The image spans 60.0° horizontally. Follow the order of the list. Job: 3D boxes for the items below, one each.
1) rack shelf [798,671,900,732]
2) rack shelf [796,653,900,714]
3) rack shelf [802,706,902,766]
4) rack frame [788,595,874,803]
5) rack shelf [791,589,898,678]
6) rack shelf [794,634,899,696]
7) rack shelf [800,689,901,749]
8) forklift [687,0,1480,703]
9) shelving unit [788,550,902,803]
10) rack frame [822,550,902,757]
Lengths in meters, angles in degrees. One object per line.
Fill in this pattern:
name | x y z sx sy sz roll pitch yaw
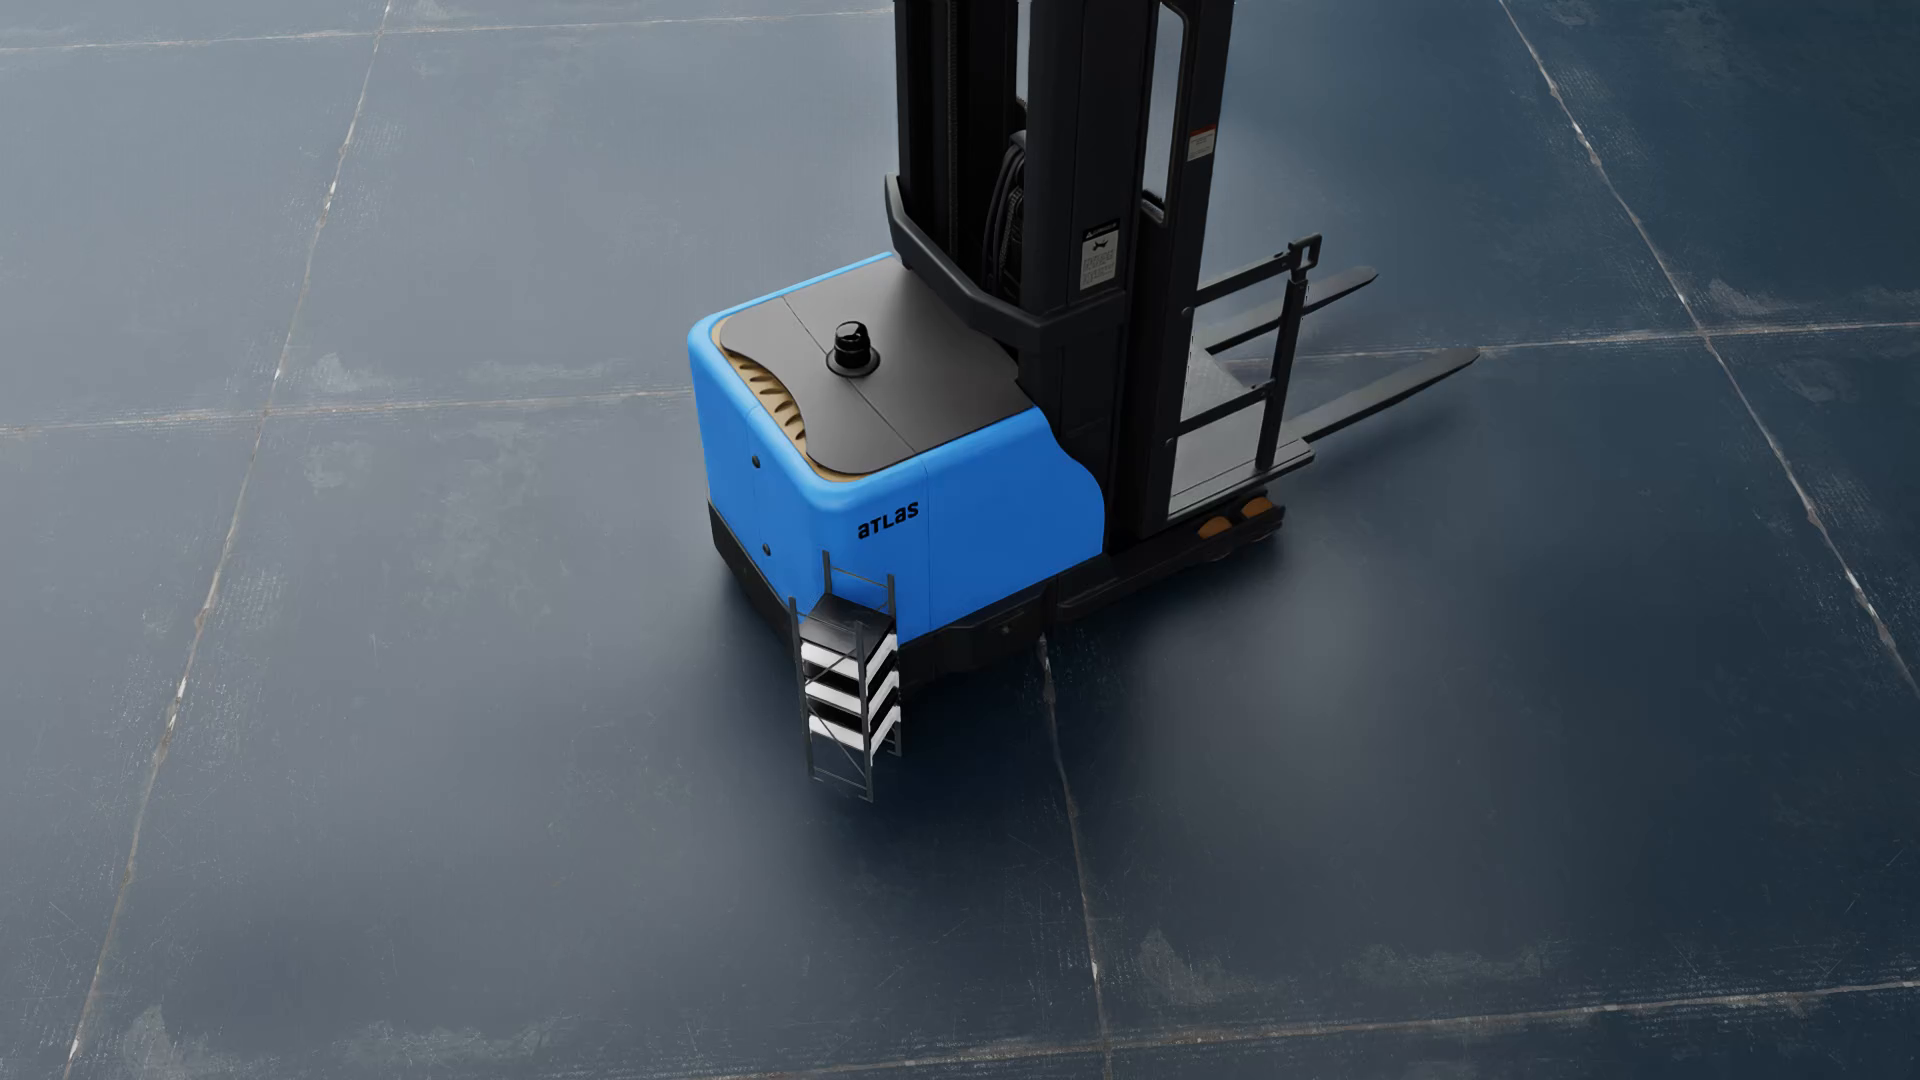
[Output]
rack shelf | -0.348 0.467 5.234 0.258 0.077 0.200 19 50 17
rack shelf | -0.348 0.405 5.169 0.258 0.077 0.200 19 50 17
rack shelf | -0.348 0.591 5.365 0.258 0.077 0.200 19 50 17
rack frame | -0.392 0.511 5.147 0.240 0.900 0.006 19 50 17
rack shelf | -0.348 0.281 5.038 0.258 0.077 0.200 19 50 17
rack shelf | -0.348 0.343 5.103 0.258 0.077 0.200 19 50 17
rack shelf | -0.348 0.529 5.299 0.258 0.077 0.200 19 50 17
forklift | 0.616 -1.237 5.403 3.031 2.935 1.130 -24 51 -21
shelving unit | -0.348 0.444 5.210 0.258 0.900 0.210 19 50 17
rack frame | -0.304 0.377 5.273 0.240 0.900 0.006 19 50 17
